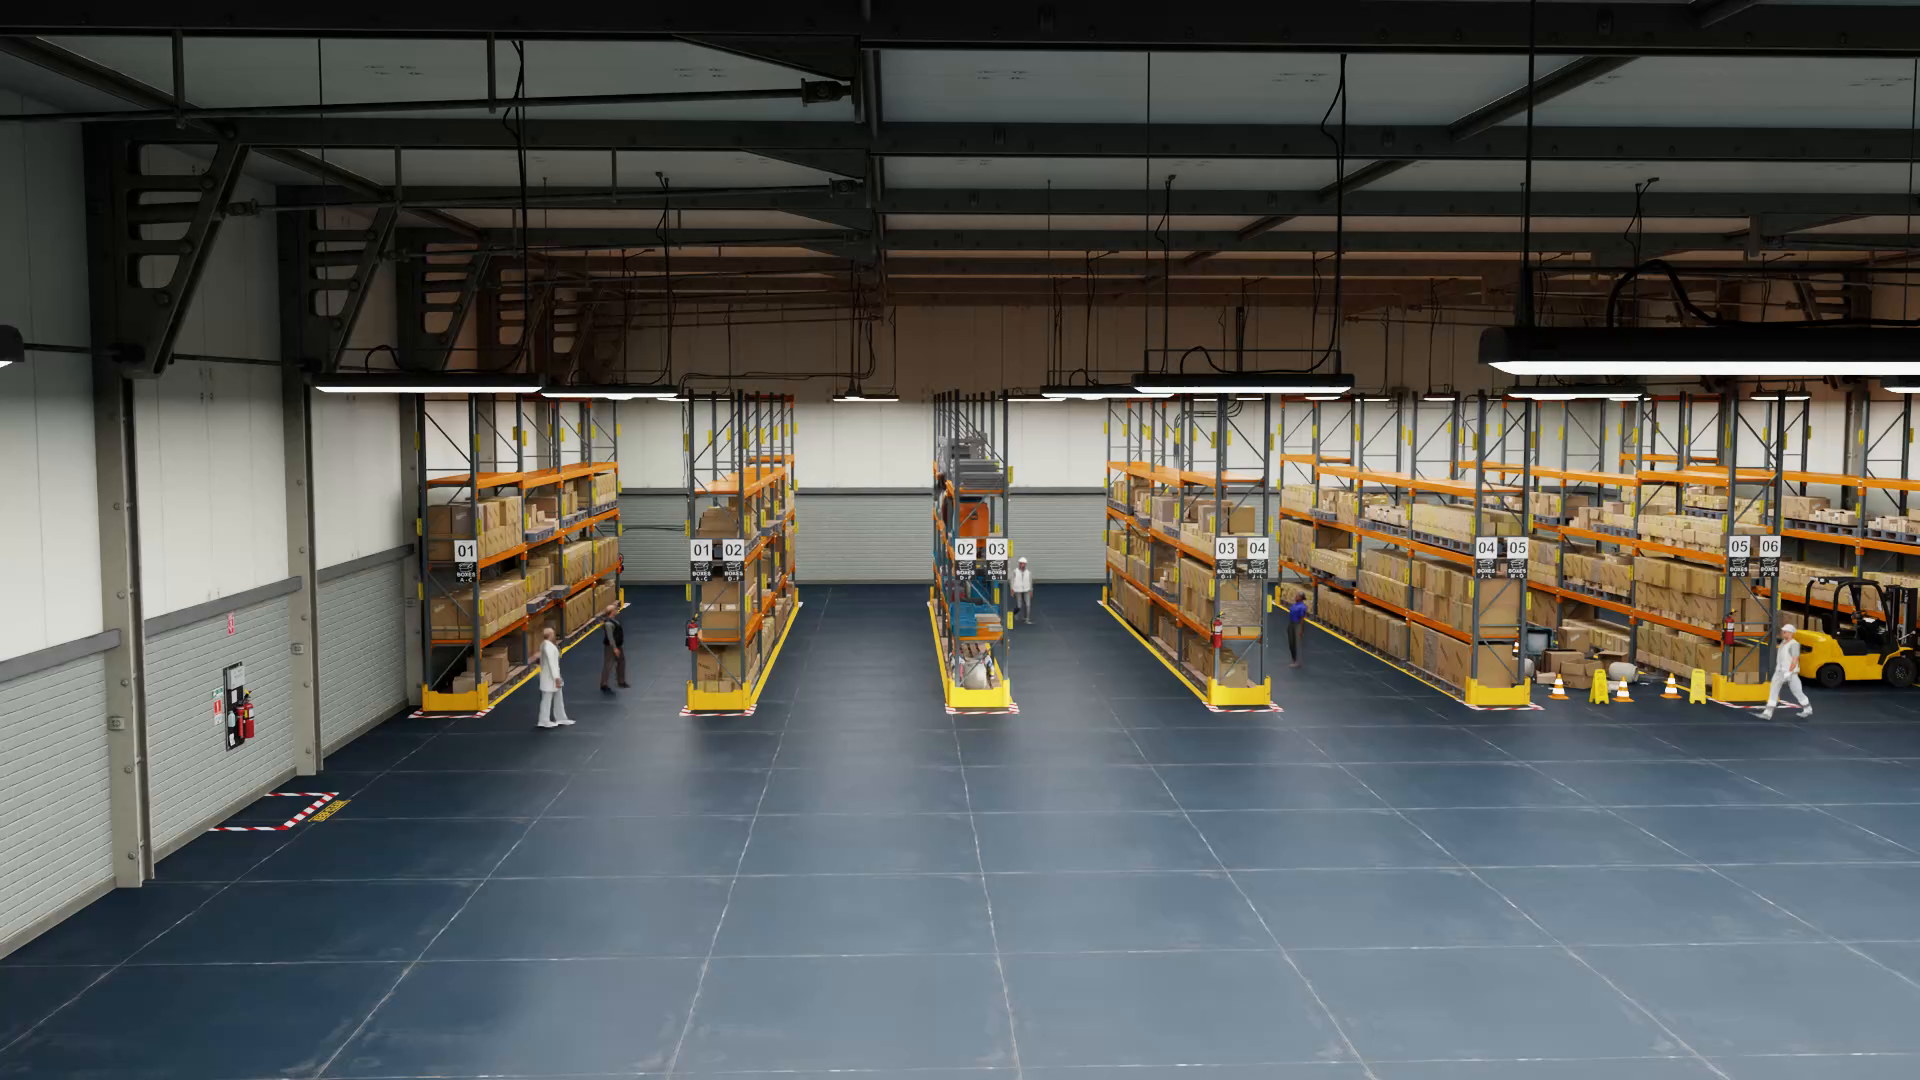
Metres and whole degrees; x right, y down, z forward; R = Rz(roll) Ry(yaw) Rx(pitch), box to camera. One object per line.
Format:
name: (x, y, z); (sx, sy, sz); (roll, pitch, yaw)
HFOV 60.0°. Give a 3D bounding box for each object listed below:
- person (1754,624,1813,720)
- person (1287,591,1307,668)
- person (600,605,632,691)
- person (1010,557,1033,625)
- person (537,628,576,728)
person: (14.960, 2.396, 30.089); (1.064, 1.753, 0.517); (-2, 5, -22)
person: (7.340, 1.947, 36.431); (0.580, 1.655, 0.489); (-4, 6, -39)
person: (-6.936, 2.165, 33.353); (0.503, 1.755, 0.662); (1, 5, 10)
person: (1.601, 1.319, 43.260); (0.570, 1.733, 0.658); (-1, 5, -15)
person: (-7.198, 2.445, 29.512); (0.641, 1.790, 0.601); (0, 5, -3)
